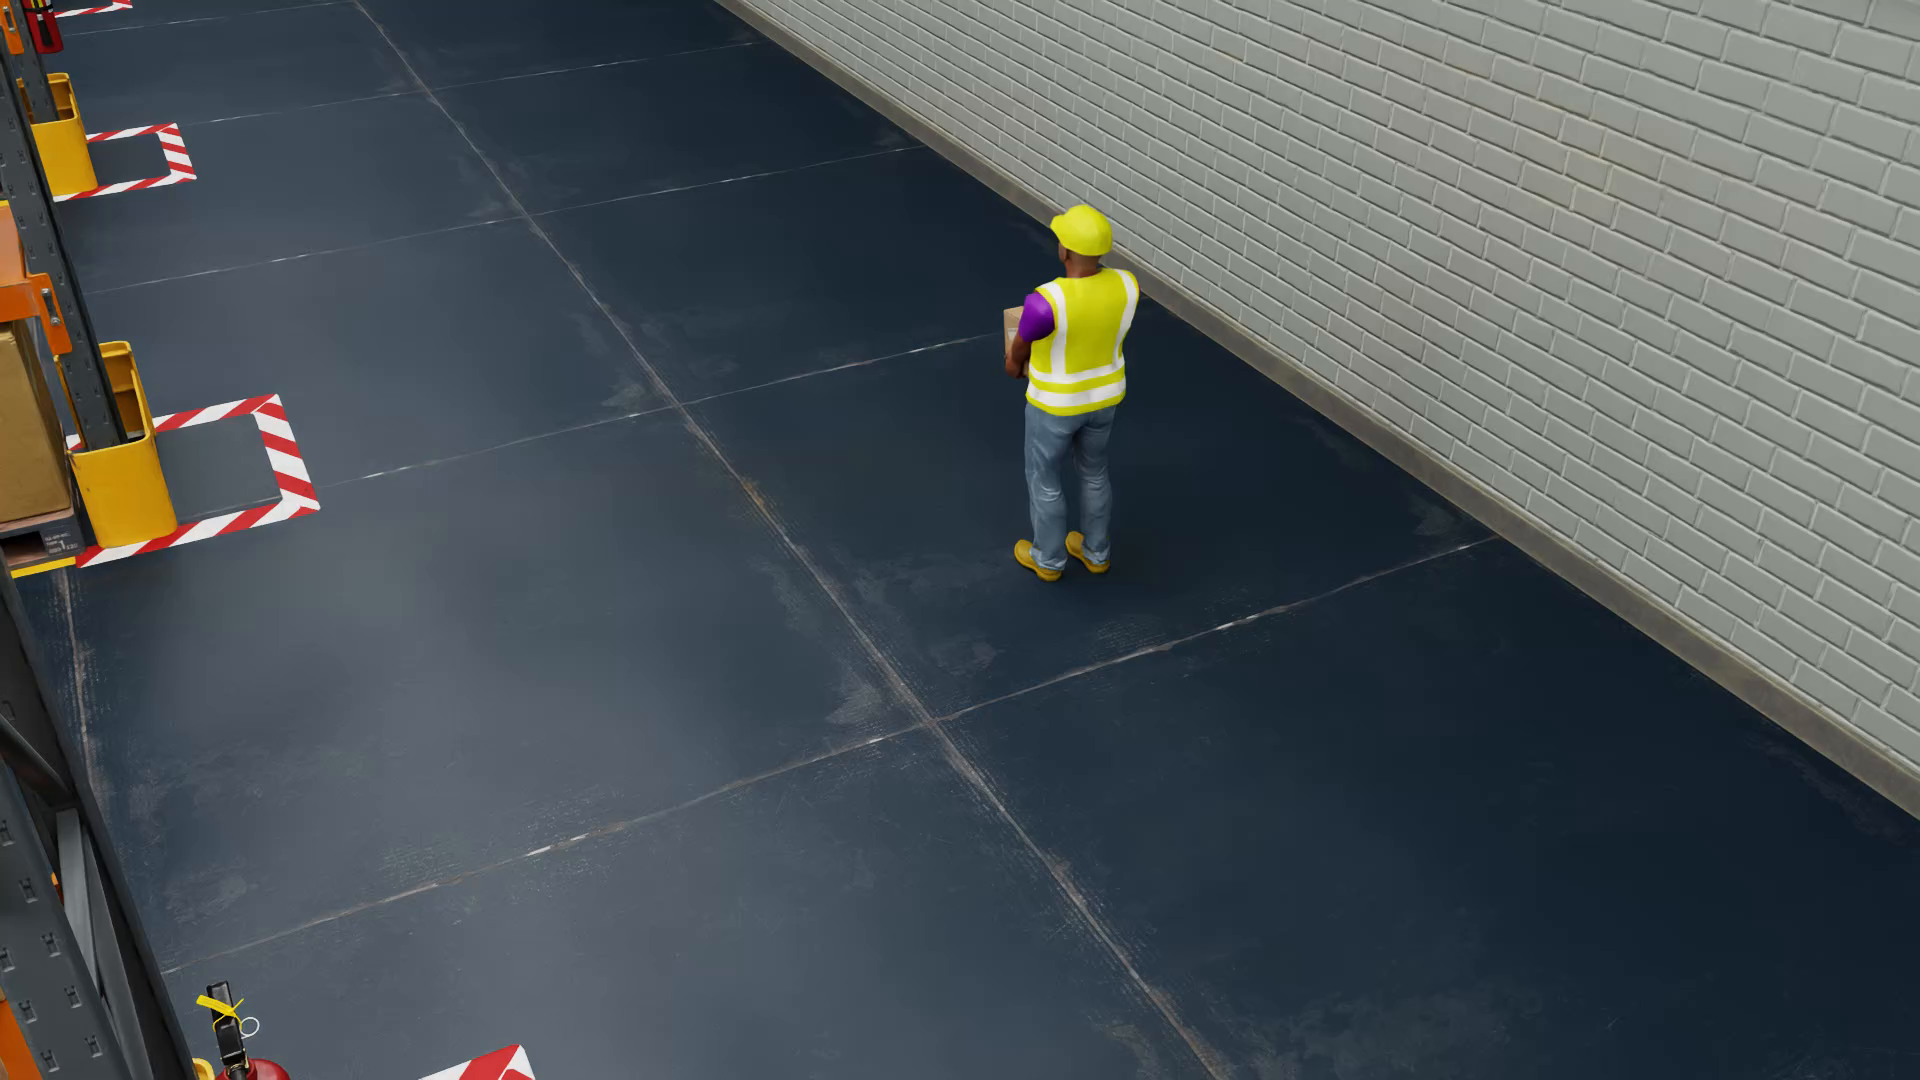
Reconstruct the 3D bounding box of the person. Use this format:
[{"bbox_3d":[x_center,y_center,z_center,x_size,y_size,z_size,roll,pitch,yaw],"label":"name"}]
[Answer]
[{"bbox_3d":[0.431,-0.643,7.119,0.503,1.760,0.577,-15,36,-22],"label":"person"}]
